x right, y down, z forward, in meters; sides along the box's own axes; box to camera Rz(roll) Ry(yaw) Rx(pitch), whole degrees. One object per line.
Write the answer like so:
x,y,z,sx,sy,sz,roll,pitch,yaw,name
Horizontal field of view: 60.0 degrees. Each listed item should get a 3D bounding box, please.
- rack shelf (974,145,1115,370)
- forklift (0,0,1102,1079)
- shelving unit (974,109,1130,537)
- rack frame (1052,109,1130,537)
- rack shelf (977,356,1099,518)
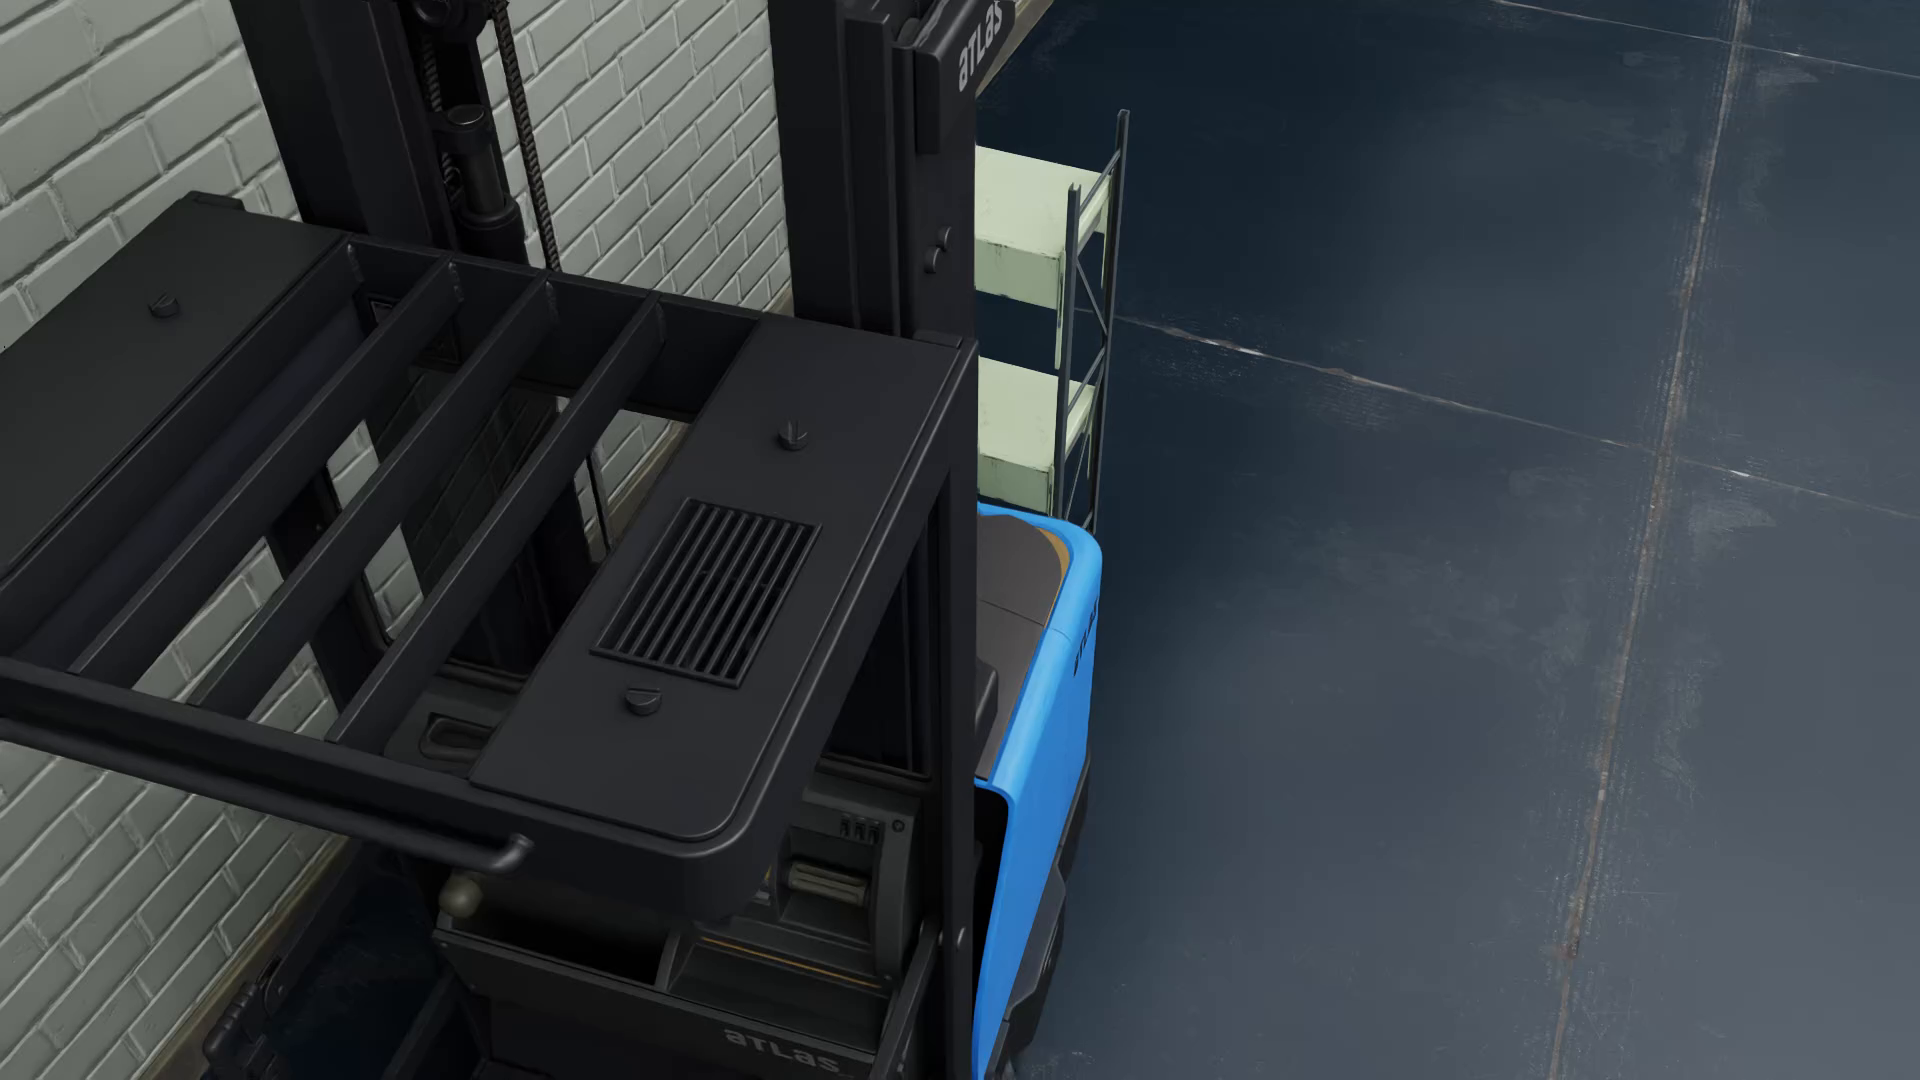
0.006,-0.807,4.444,0.720,0.370,0.431,16,47,16,rack shelf
-0.585,0.586,2.583,1.130,2.935,3.031,12,46,12,forklift
0.006,-0.530,4.719,0.755,1.500,0.431,16,47,16,shelving unit
0.344,-0.430,4.619,0.023,1.500,0.400,16,47,16,rack frame
0.006,-0.299,4.949,0.720,0.370,0.431,16,47,16,rack shelf
